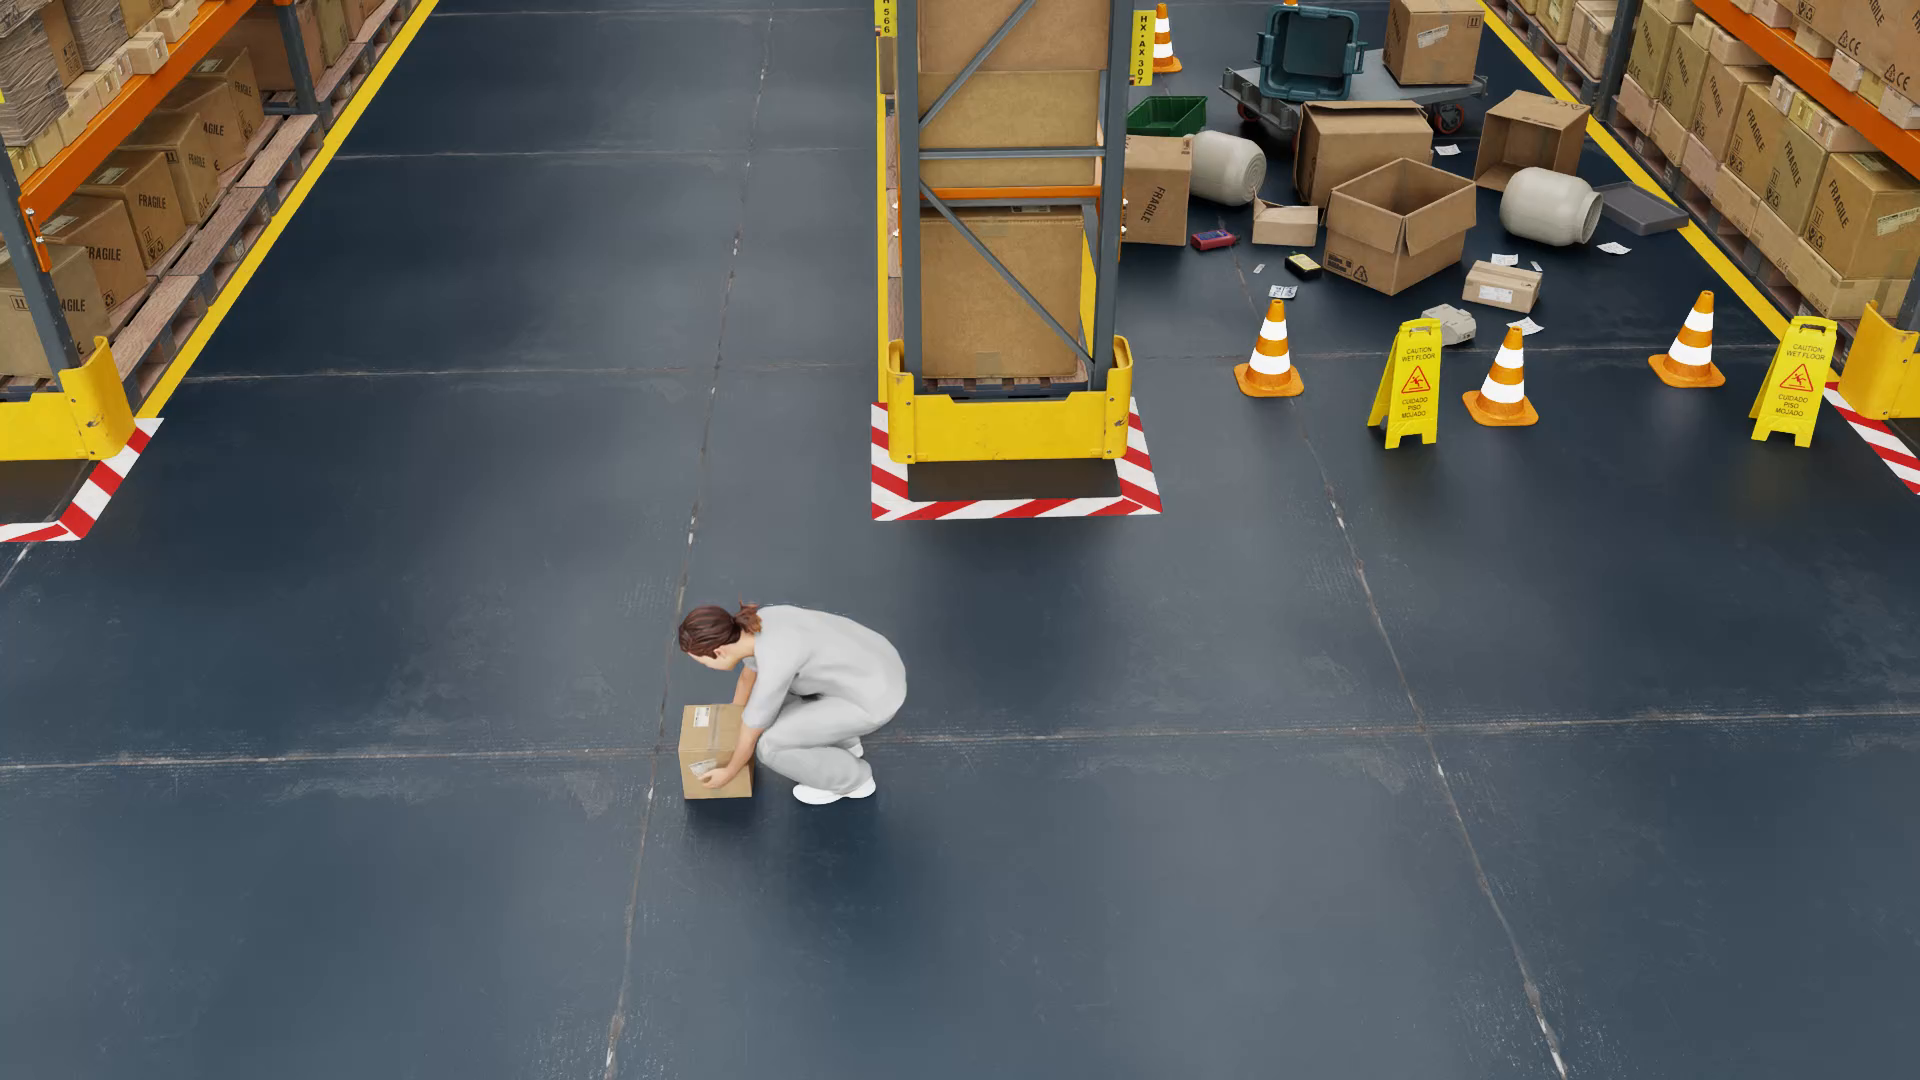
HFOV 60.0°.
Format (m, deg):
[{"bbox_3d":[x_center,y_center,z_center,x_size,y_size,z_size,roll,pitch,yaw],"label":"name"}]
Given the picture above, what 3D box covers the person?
[{"bbox_3d":[-0.594,0.558,6.078,0.800,0.848,0.472,-2,35,-2],"label":"person"}]
